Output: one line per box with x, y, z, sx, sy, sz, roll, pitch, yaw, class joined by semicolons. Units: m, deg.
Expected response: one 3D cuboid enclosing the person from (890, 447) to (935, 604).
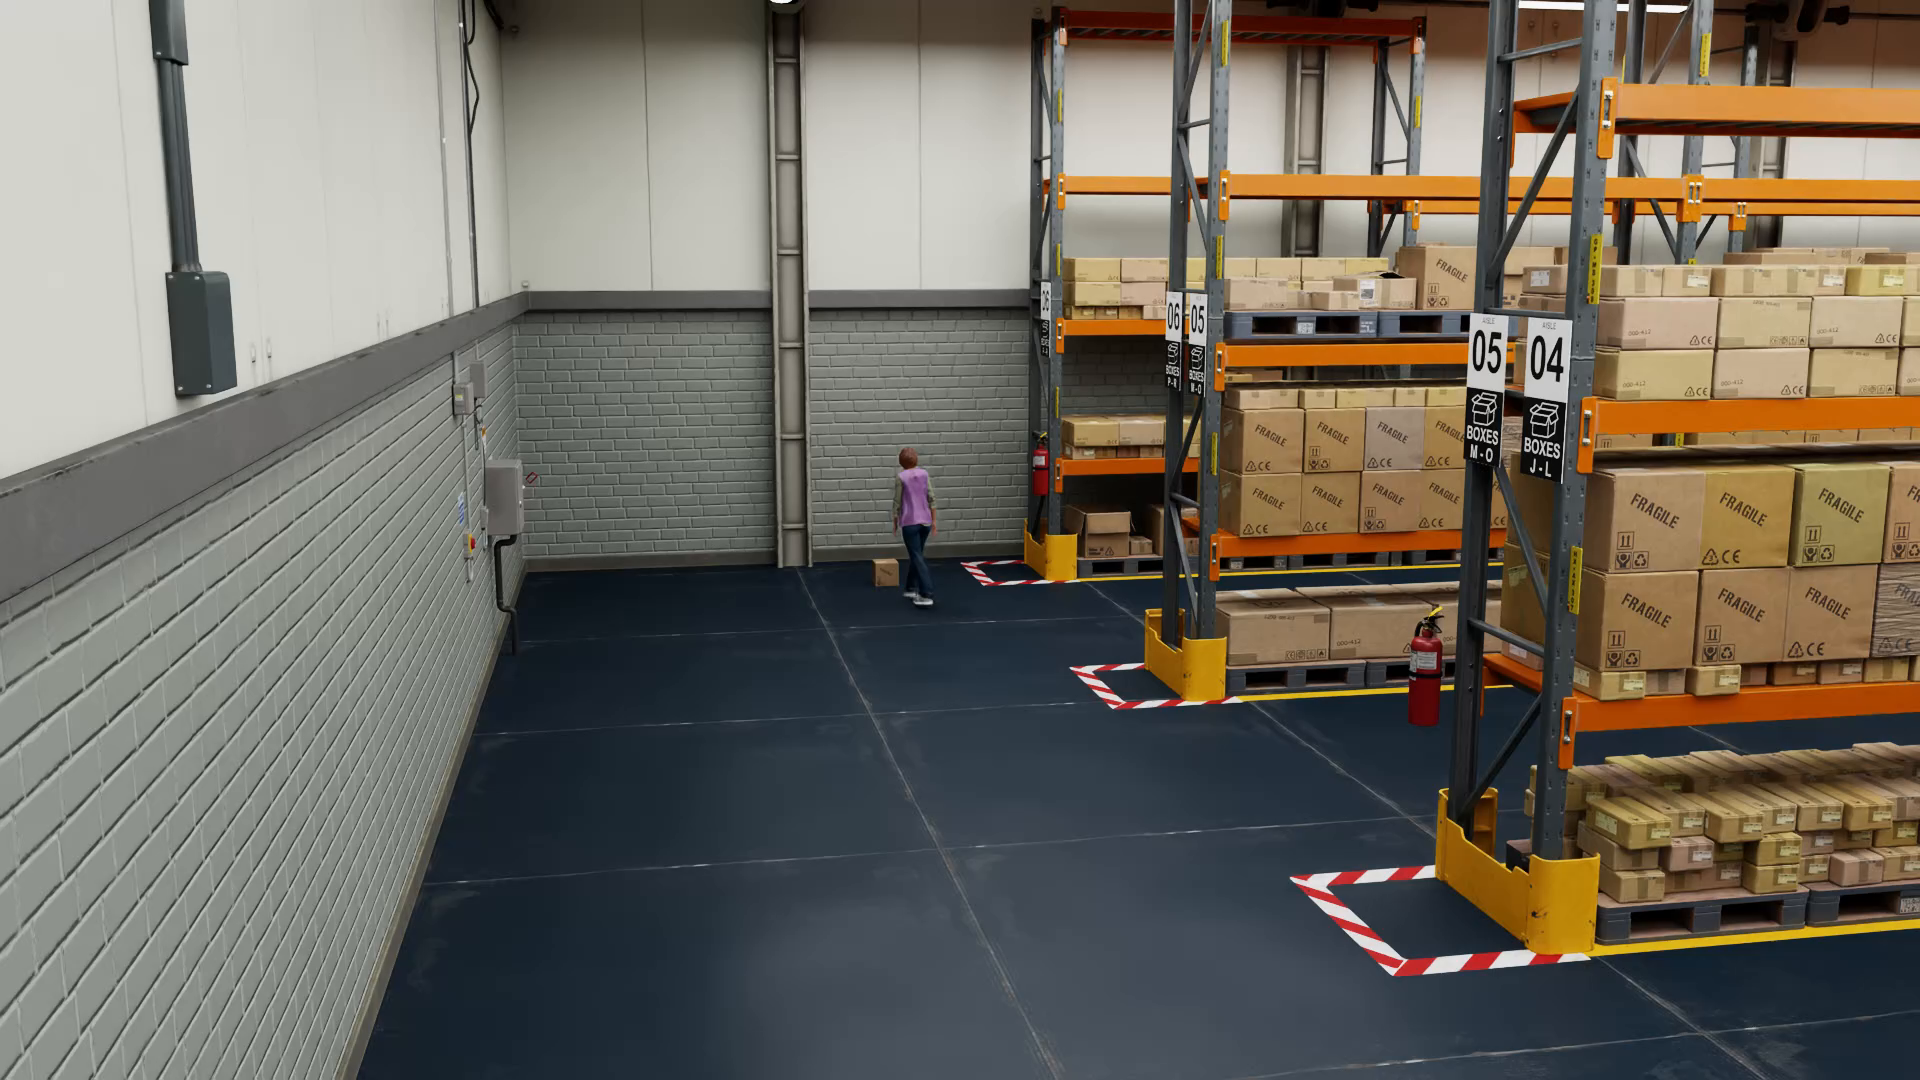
-0.498;-0.158;16.782;0.421;1.551;0.830;-7;12;-36;person
